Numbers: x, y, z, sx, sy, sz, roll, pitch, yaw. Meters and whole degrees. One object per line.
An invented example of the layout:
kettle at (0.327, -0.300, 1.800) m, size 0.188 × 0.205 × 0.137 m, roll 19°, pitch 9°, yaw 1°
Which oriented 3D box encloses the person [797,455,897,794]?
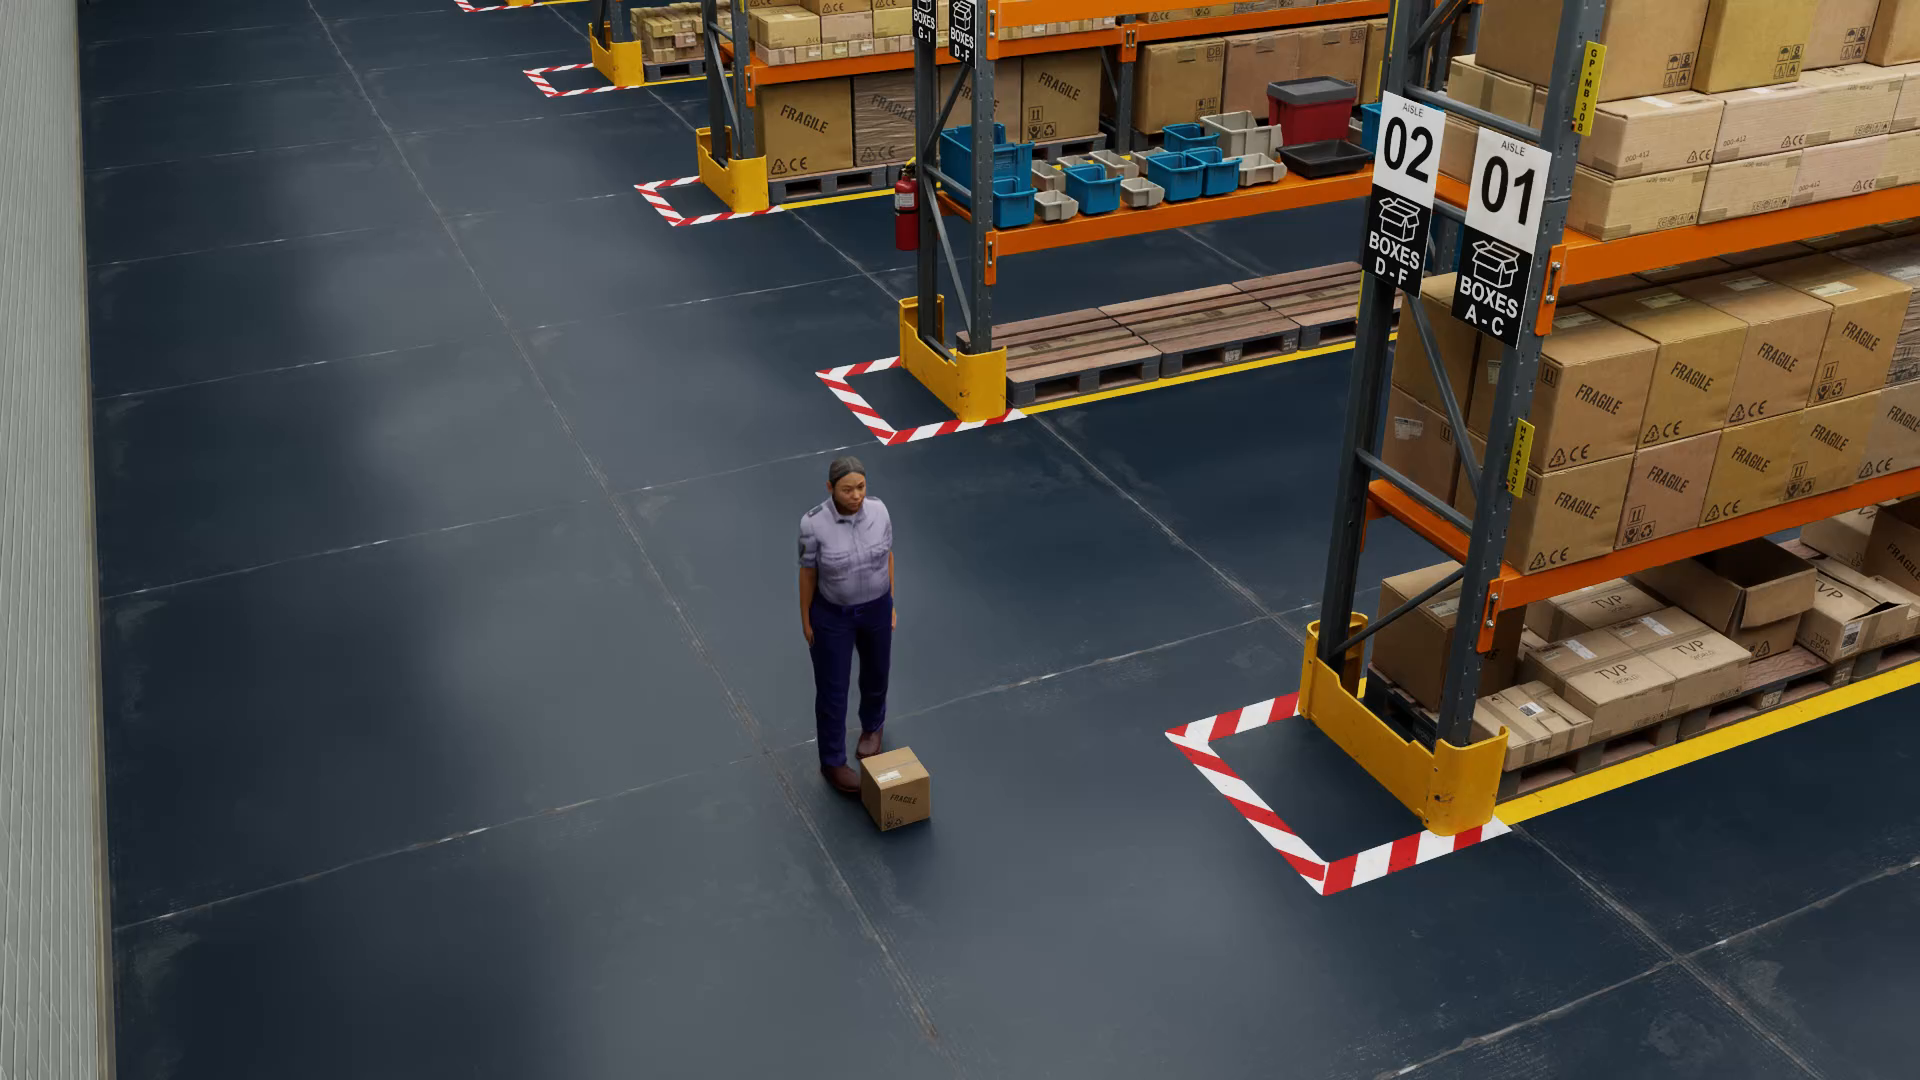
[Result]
person at (-0.488, 0.381, 7.797) m, size 0.477 × 1.656 × 0.502 m, roll -13°, pitch 32°, yaw -22°
